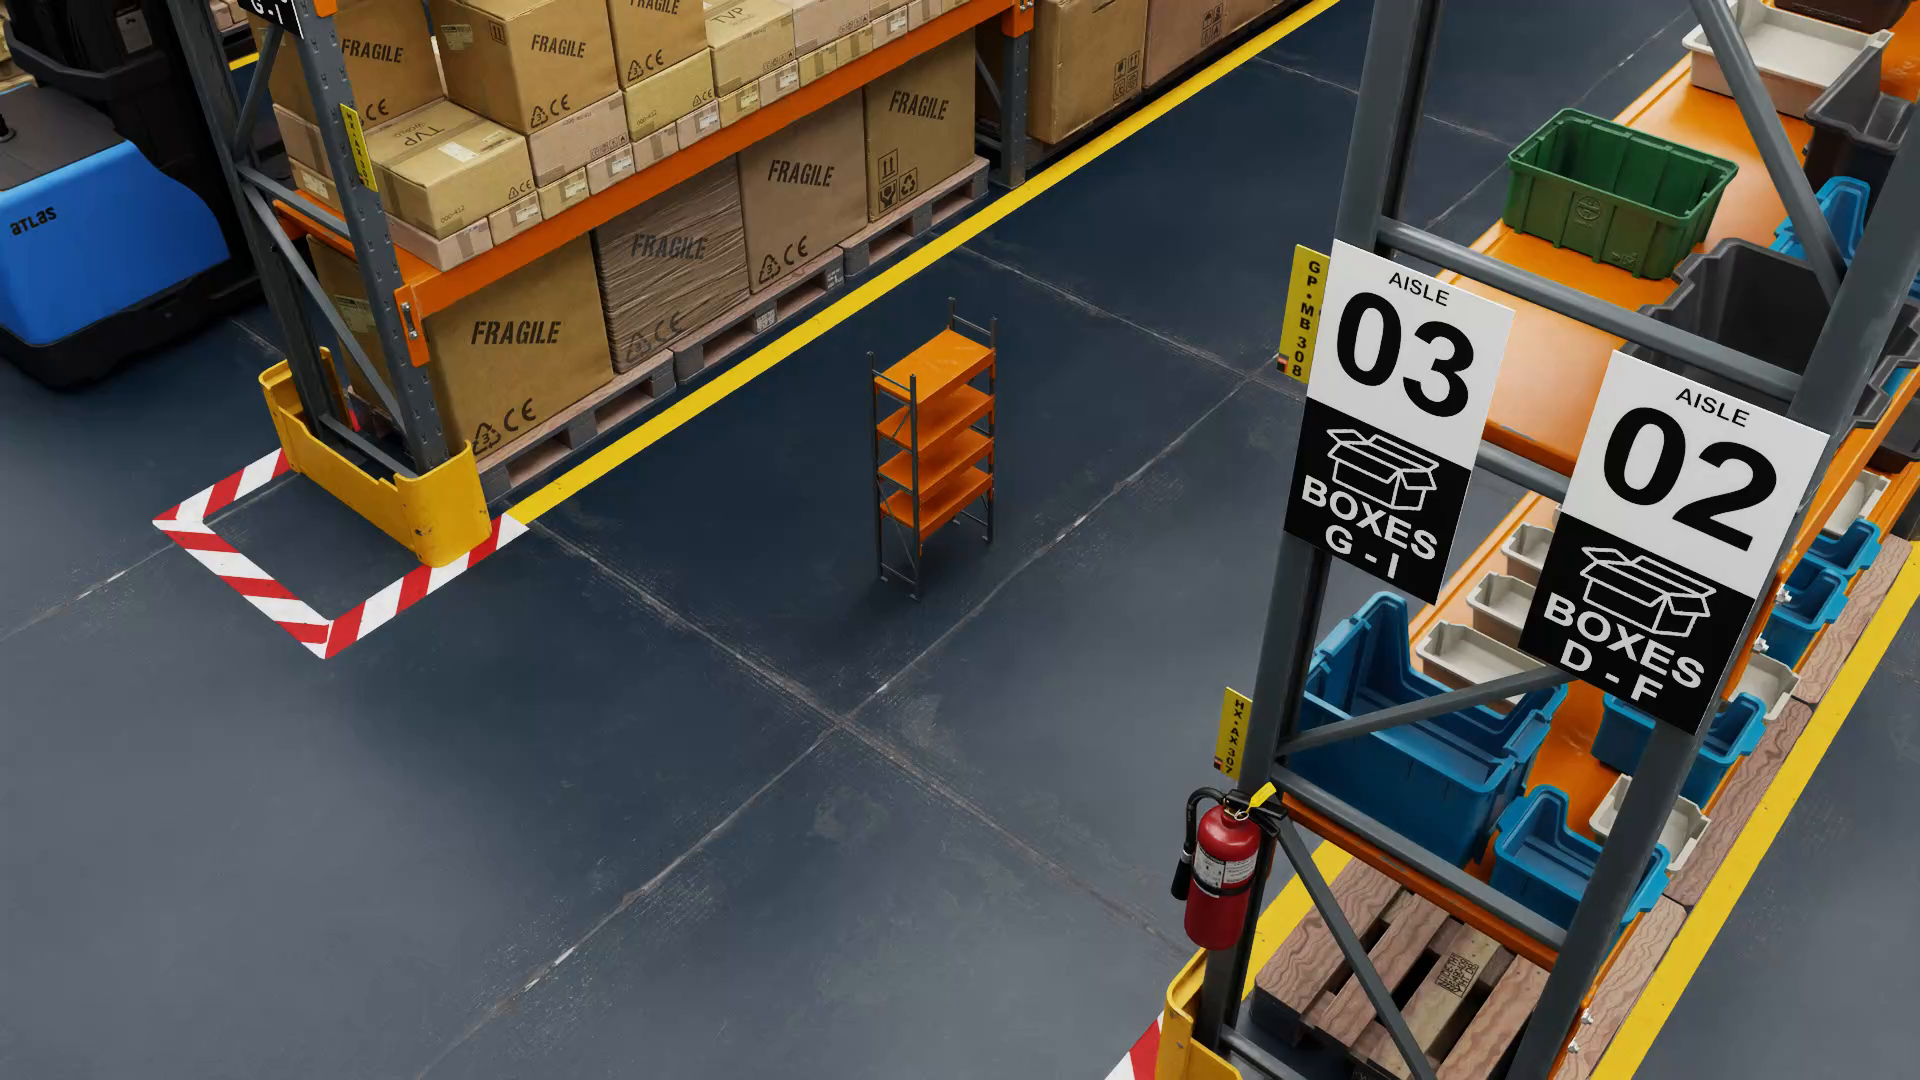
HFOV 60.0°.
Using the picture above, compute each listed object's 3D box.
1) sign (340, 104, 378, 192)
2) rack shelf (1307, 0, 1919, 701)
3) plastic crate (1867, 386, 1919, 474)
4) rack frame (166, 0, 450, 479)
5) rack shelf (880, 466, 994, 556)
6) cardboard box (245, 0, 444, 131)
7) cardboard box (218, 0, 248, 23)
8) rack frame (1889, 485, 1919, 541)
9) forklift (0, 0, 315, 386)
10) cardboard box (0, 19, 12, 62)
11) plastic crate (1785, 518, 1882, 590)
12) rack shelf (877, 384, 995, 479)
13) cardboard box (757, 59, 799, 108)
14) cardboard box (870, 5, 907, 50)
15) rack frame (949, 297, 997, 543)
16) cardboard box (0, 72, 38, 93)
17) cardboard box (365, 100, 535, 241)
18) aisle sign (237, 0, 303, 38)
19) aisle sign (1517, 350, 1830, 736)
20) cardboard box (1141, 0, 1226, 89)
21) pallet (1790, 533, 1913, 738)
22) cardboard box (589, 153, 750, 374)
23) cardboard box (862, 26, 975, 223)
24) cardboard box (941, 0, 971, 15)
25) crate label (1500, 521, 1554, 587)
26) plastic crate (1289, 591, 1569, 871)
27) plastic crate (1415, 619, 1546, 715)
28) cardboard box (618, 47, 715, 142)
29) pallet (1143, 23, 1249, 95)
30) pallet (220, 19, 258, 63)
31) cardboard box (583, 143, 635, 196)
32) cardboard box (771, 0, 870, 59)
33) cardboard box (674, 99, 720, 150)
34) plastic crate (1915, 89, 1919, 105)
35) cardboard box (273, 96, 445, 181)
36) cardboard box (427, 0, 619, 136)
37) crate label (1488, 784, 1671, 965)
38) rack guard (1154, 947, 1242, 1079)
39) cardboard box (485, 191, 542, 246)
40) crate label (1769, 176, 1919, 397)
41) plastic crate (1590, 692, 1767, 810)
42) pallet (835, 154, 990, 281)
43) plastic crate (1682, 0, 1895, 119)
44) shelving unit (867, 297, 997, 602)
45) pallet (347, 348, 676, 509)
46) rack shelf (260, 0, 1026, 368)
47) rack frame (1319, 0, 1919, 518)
[{"bbox_3d":[-2.194,-1.429,6.071,0.100,0.325,0.005,29,50,28],"label":"sign"},{"bbox_3d":[2.463,-1.052,4.664,1.077,0.370,4.000,29,50,28],"label":"rack shelf"},{"bbox_3d":[3.236,-0.465,5.874,0.437,0.125,0.590,29,50,28],"label":"plastic crate"},{"bbox_3d":[-2.615,-1.322,6.657,1.000,3.000,0.127,29,50,28],"label":"rack frame"},{"bbox_3d":[-0.107,-0.162,7.114,0.258,0.148,0.480,29,50,28],"label":"rack shelf"},{"bbox_3d":[-2.502,-2.019,6.756,0.500,0.500,0.500,30,50,29],"label":"cardboard box"},{"bbox_3d":[-4.779,-3.556,10.920,0.380,0.149,0.250,30,50,28],"label":"cardboard box"},{"bbox_3d":[3.750,-1.238,6.564,1.000,3.000,0.127,29,50,28],"label":"rack frame"},{"bbox_3d":[-3.871,-2.767,8.297,1.130,2.935,3.031,29,50,28],"label":"forklift"},{"bbox_3d":[-5.749,-2.965,9.829,0.380,0.149,0.250,27,49,27],"label":"cardboard box"},{"bbox_3d":[2.627,0.045,5.233,0.416,0.233,0.300,29,50,28],"label":"plastic crate"},{"bbox_3d":[-0.107,-0.474,6.830,0.258,0.148,0.480,29,50,28],"label":"rack shelf"},{"bbox_3d":[-0.977,-2.198,7.806,0.380,0.149,0.250,30,50,29],"label":"cardboard box"},{"bbox_3d":[-0.482,-2.593,8.241,0.380,0.149,0.250,30,50,29],"label":"cardboard box"},{"bbox_3d":[0.050,-0.484,7.073,0.240,1.200,0.015,29,50,28],"label":"rack frame"},{"bbox_3d":[-5.764,-2.754,10.038,0.380,0.149,0.250,31,50,29],"label":"cardboard box"},{"bbox_3d":[-2.099,-1.507,6.751,0.500,0.250,0.500,28,49,27],"label":"cardboard box"},{"bbox_3d":[-2.432,-2.117,5.599,0.394,0.787,0.004,29,50,28],"label":"aisle sign"},{"bbox_3d":[1.357,0.026,3.242,0.394,0.787,0.004,29,50,28],"label":"aisle sign"},{"bbox_3d":[0.930,-3.550,10.374,1.225,0.875,0.875,28,49,27],"label":"cardboard box"},{"bbox_3d":[3.307,0.189,7.067,1.003,0.211,1.213,29,50,28],"label":"pallet"},{"bbox_3d":[-1.679,-1.524,8.146,0.875,0.875,0.875,29,50,28],"label":"cardboard box"},{"bbox_3d":[-0.527,-2.446,9.160,0.875,0.875,0.875,29,50,28],"label":"cardboard box"},{"bbox_3d":[-0.152,-2.857,8.532,0.380,0.149,0.250,30,50,29],"label":"cardboard box"},{"bbox_3d":[1.920,0.102,5.242,0.396,0.136,0.243,29,50,28],"label":"crate label"},{"bbox_3d":[1.249,0.533,4.545,0.616,0.435,0.499,29,50,28],"label":"plastic crate"},{"bbox_3d":[1.562,0.399,4.915,0.396,0.136,0.243,29,50,28],"label":"plastic crate"},{"bbox_3d":[-1.444,-2.035,7.331,0.500,0.250,0.500,28,49,27],"label":"cardboard box"},{"bbox_3d":[1.183,-3.411,11.027,1.003,0.211,1.213,29,50,28],"label":"pallet"},{"bbox_3d":[-4.962,-3.558,11.188,1.003,0.211,1.213,29,50,28],"label":"pallet"},{"bbox_3d":[-1.638,-1.669,7.225,0.380,0.149,0.250,29,50,28],"label":"cardboard box"},{"bbox_3d":[-0.783,-2.565,7.914,0.500,0.250,0.500,31,50,29],"label":"cardboard box"},{"bbox_3d":[-1.308,-1.933,7.515,0.380,0.149,0.250,29,50,28],"label":"cardboard box"},{"bbox_3d":[2.839,-1.252,4.437,0.437,0.282,0.530,29,50,28],"label":"plastic crate"},{"bbox_3d":[-2.506,-1.741,7.008,0.500,0.250,0.500,29,50,28],"label":"cardboard box"},{"bbox_3d":[-1.778,-2.042,6.782,0.500,0.500,0.500,28,49,28],"label":"cardboard box"},{"bbox_3d":[1.587,0.877,4.318,0.416,0.233,0.303,29,50,28],"label":"crate label"},{"bbox_3d":[1.171,1.765,5.120,1.175,0.500,0.348,29,50,28],"label":"rack guard"},{"bbox_3d":[-1.970,-1.402,6.931,0.380,0.149,0.250,29,50,28],"label":"cardboard box"},{"bbox_3d":[2.017,-0.568,3.708,0.408,0.251,0.502,29,50,28],"label":"crate label"},{"bbox_3d":[2.011,0.538,4.691,0.416,0.233,0.300,29,50,28],"label":"plastic crate"},{"bbox_3d":[-0.590,-1.993,9.467,1.003,0.211,1.213,29,50,28],"label":"pallet"},{"bbox_3d":[2.316,-1.362,4.666,0.437,0.136,0.530,29,50,28],"label":"plastic crate"},{"bbox_3d":[-0.107,-0.359,6.935,0.258,1.200,0.503,29,50,28],"label":"shelving unit"},{"bbox_3d":[-2.160,-0.736,8.085,1.003,0.211,1.213,29,50,28],"label":"pallet"},{"bbox_3d":[-1.328,-2.086,8.032,1.077,0.370,4.000,29,50,28],"label":"rack shelf"},{"bbox_3d":[1.176,-1.398,2.280,1.000,3.000,0.127,29,50,28],"label":"rack frame"}]
